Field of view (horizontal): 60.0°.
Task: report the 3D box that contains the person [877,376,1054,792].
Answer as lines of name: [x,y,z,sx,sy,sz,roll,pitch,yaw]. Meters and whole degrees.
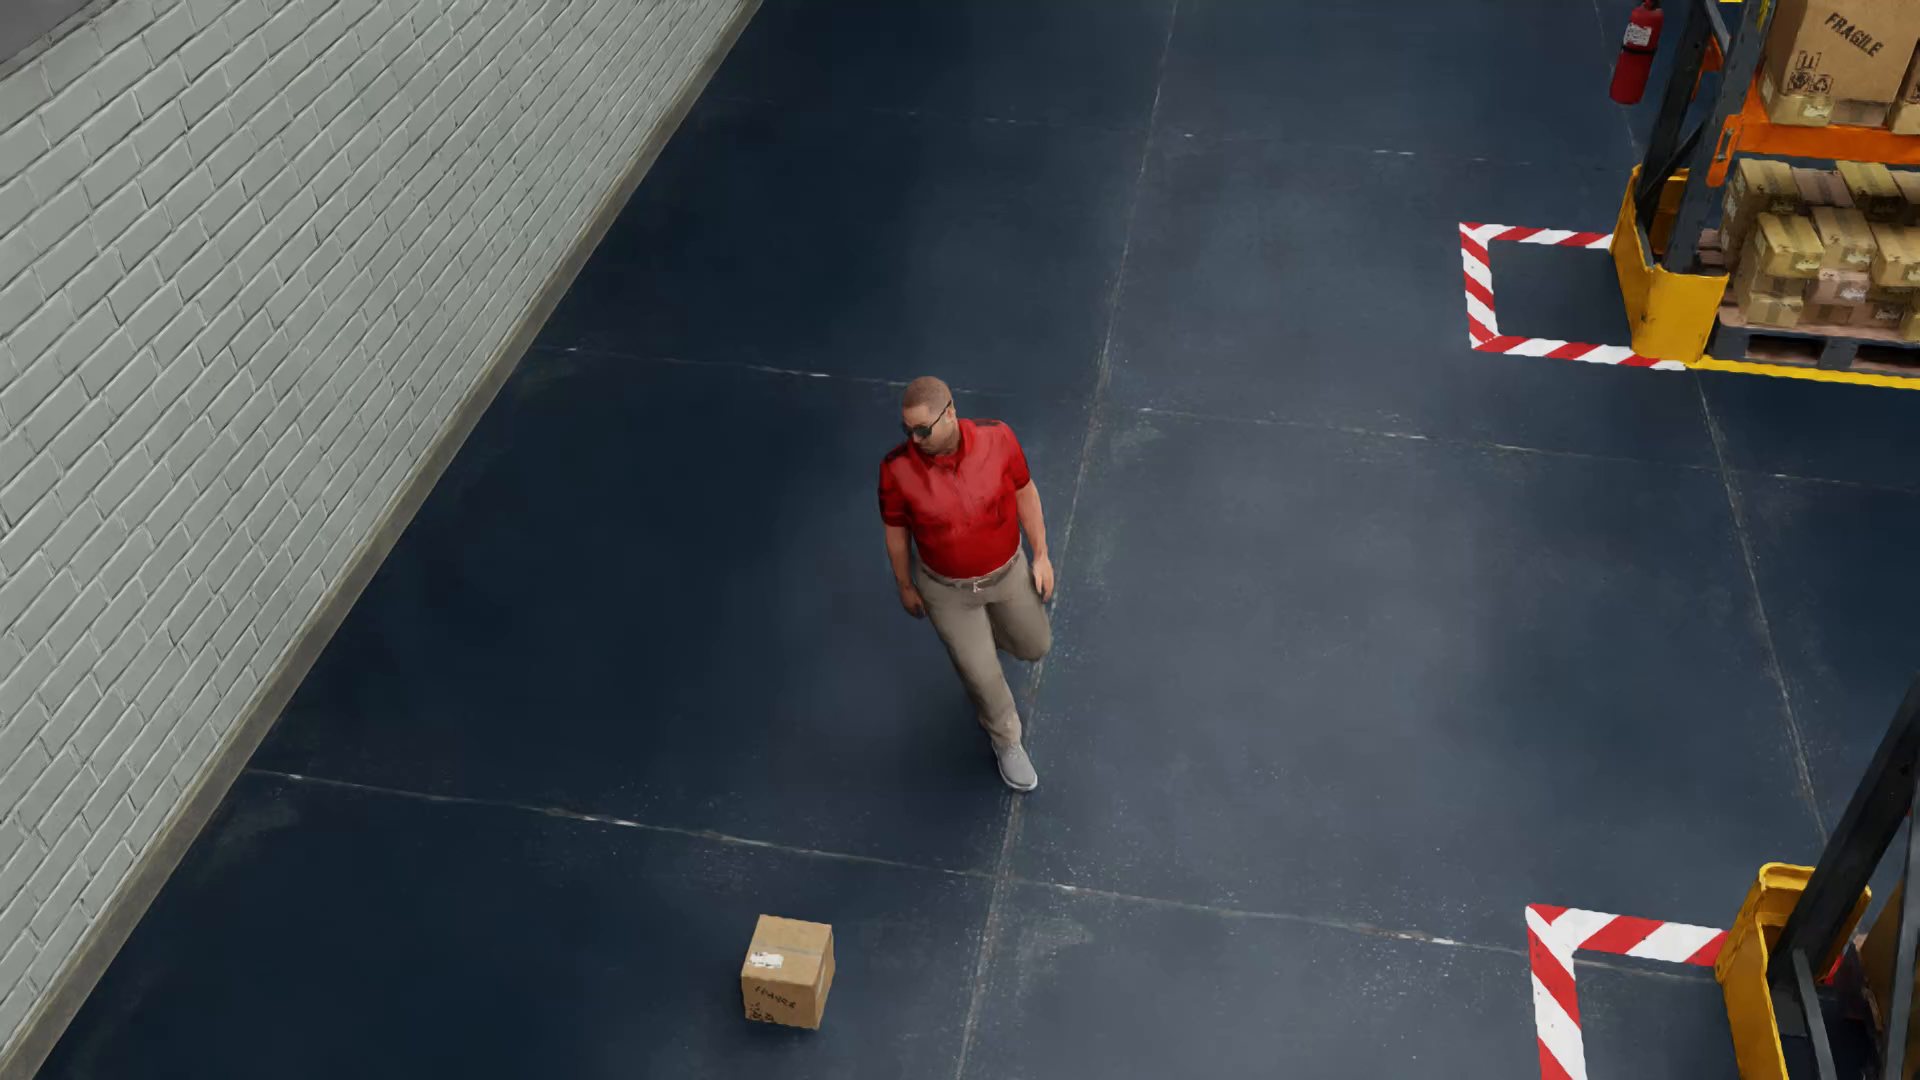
person: [0.035,0.121,6.060,0.609,1.672,0.771,-13,42,-15]
